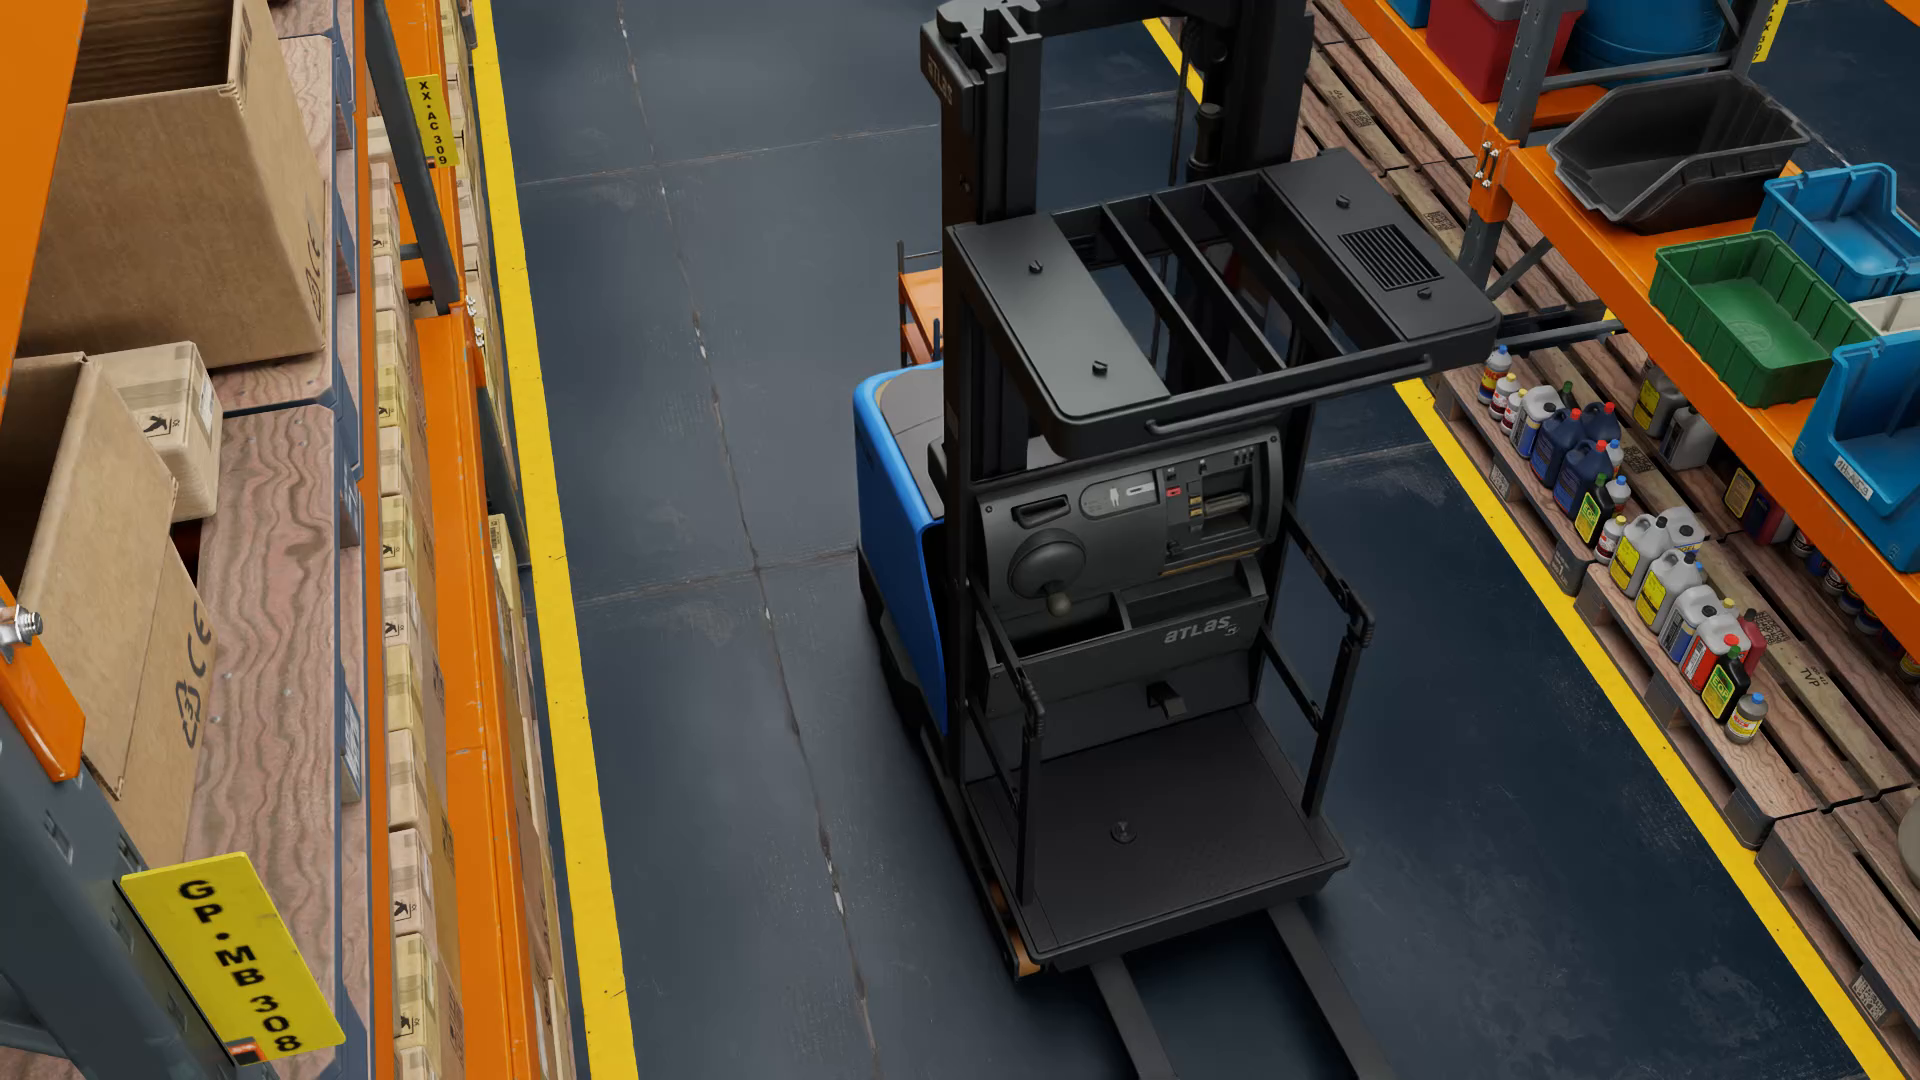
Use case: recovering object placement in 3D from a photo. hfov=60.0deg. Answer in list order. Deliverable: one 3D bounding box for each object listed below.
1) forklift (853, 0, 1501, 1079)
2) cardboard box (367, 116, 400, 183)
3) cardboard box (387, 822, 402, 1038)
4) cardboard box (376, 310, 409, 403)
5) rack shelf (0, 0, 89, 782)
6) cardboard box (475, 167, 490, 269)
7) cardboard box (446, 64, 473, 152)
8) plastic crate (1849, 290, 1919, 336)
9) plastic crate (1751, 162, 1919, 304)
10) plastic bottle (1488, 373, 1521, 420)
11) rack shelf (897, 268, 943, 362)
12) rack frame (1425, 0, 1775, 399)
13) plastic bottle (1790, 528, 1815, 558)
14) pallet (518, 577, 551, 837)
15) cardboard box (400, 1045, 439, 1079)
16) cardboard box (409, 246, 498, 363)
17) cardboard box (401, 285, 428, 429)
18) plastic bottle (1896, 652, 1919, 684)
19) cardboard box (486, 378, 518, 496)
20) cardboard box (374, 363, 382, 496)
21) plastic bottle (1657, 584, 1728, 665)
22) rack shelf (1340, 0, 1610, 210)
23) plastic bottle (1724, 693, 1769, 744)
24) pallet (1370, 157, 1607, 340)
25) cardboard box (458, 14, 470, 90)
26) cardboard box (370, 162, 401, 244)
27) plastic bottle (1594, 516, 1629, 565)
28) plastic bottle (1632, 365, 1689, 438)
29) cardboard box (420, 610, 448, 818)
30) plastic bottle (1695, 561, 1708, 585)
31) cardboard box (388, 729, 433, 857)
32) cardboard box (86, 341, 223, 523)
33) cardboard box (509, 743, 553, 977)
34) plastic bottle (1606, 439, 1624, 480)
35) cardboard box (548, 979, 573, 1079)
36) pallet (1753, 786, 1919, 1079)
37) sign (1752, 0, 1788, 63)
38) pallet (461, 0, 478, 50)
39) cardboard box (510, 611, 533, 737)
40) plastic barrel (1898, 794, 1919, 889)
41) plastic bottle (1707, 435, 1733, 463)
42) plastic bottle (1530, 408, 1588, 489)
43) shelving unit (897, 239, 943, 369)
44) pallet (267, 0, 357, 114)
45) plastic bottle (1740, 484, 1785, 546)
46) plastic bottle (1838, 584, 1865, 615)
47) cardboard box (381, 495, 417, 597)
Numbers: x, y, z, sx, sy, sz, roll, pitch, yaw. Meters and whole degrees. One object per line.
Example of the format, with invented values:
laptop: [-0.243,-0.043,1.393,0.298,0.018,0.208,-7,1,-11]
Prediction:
forklift: [0.576,0.043,4.656,1.130,2.935,3.031,-14,47,-13]
cardboard box: [-2.241,-1.456,6.253,0.380,0.149,0.250,-11,47,-10]
cardboard box: [-1.448,0.654,3.030,0.700,0.500,0.500,-12,47,-11]
cardboard box: [-1.736,-0.476,4.592,0.380,0.149,0.250,-11,47,-10]
rack shelf: [-1.700,-1.222,2.431,1.077,0.370,4.000,-11,47,-10]
cardboard box: [-2.469,-1.465,7.717,0.500,0.250,0.500,-10,46,-10]
cardboard box: [-2.598,-2.014,7.862,0.500,0.311,0.500,-11,47,-11]
plastic crate: [3.238,-0.631,5.453,0.530,0.136,0.437,-11,47,-10]
plastic crate: [3.123,-1.032,5.765,0.499,0.251,0.616,-11,47,-10]
plastic bottle: [2.262,-0.602,6.891,0.097,0.201,0.097,0,46,0]
rack shelf: [-0.047,-0.817,6.161,0.258,0.148,0.480,-12,47,-11]
rack frame: [2.578,-1.798,6.412,1.000,3.000,0.127,-11,47,-10]
plastic bottle: [3.247,-0.036,6.336,0.097,0.201,0.097,0,46,0]
pallet: [-2.048,0.638,5.977,1.003,0.211,1.213,-11,47,-10]
cardboard box: [-1.150,1.113,3.035,0.380,0.149,0.250,-12,47,-11]
cardboard box: [-2.200,-0.953,6.823,0.500,0.311,0.500,-11,47,-11]
cardboard box: [-2.092,-0.625,5.192,0.700,0.500,0.500,-12,47,-11]
plastic bottle: [3.412,0.409,5.900,0.097,0.201,0.097,0,46,0]
cardboard box: [-2.075,-0.403,6.676,0.500,0.250,0.500,-12,47,-11]
cardboard box: [-1.834,-0.384,4.048,0.700,0.500,0.500,-11,47,-10]
plastic bottle: [2.634,0.300,5.955,0.152,0.276,0.135,-12,47,-11]
rack shelf: [2.066,-2.927,8.022,1.077,0.370,4.000,-11,47,-10]
plastic bottle: [2.708,0.601,5.712,0.097,0.201,0.097,0,46,0]
pallet: [2.339,-1.357,7.932,1.003,0.211,1.213,-11,47,-10]
cardboard box: [-2.865,-2.523,8.753,0.500,0.250,0.500,-10,46,-9]
cardboard box: [-1.935,-1.008,5.114,0.380,0.149,0.250,-11,47,-10]
plastic bottle: [2.481,-0.009,6.310,0.097,0.201,0.097,0,46,0]
plastic bottle: [2.882,-0.607,6.791,0.144,0.351,0.185,-11,47,-10]
cardboard box: [-1.694,0.439,4.150,0.700,0.500,0.500,-9,46,-9]
plastic bottle: [2.693,0.160,6.144,0.097,0.201,0.097,0,46,0]
cardboard box: [-1.346,0.582,3.555,0.380,0.149,0.250,-12,47,-12]
cardboard box: [-1.318,-0.136,2.466,0.380,0.149,0.250,-11,47,-10]
cardboard box: [-1.491,0.973,4.803,0.500,0.500,0.500,-11,47,-10]
plastic bottle: [2.537,-0.286,6.532,0.097,0.271,0.097,0,46,0]
cardboard box: [-1.369,1.581,4.731,0.500,0.250,0.500,-11,47,-10]
pallet: [3.334,1.334,5.295,1.003,0.211,1.213,-11,47,-10]
sign: [3.112,-1.988,6.404,0.100,0.325,0.005,-11,47,-10]
pallet: [-3.390,-3.203,9.741,1.003,0.211,1.213,-11,47,-10]
cardboard box: [-1.763,0.548,5.744,0.500,0.250,0.500,-11,47,-10]
plastic barrel: [3.231,0.901,5.215,0.421,0.512,0.421,0,46,0]
plastic bottle: [3.070,-0.500,6.687,0.144,0.351,0.185,-13,47,-12]
plastic bottle: [2.383,-0.392,6.580,0.144,0.351,0.185,-10,46,-9]
shelving unit: [-0.047,-0.542,6.441,0.258,1.200,0.503,-12,47,-11]
pallet: [-1.968,-1.330,3.915,1.003,0.211,1.213,-11,47,-10]
plastic bottle: [3.088,-0.121,6.362,0.061,0.283,0.133,-11,47,-10]
plastic bottle: [3.325,0.150,6.105,0.097,0.271,0.097,0,46,0]
cardboard box: [-1.540,0.051,4.075,0.380,0.149,0.250,-9,46,-9]
